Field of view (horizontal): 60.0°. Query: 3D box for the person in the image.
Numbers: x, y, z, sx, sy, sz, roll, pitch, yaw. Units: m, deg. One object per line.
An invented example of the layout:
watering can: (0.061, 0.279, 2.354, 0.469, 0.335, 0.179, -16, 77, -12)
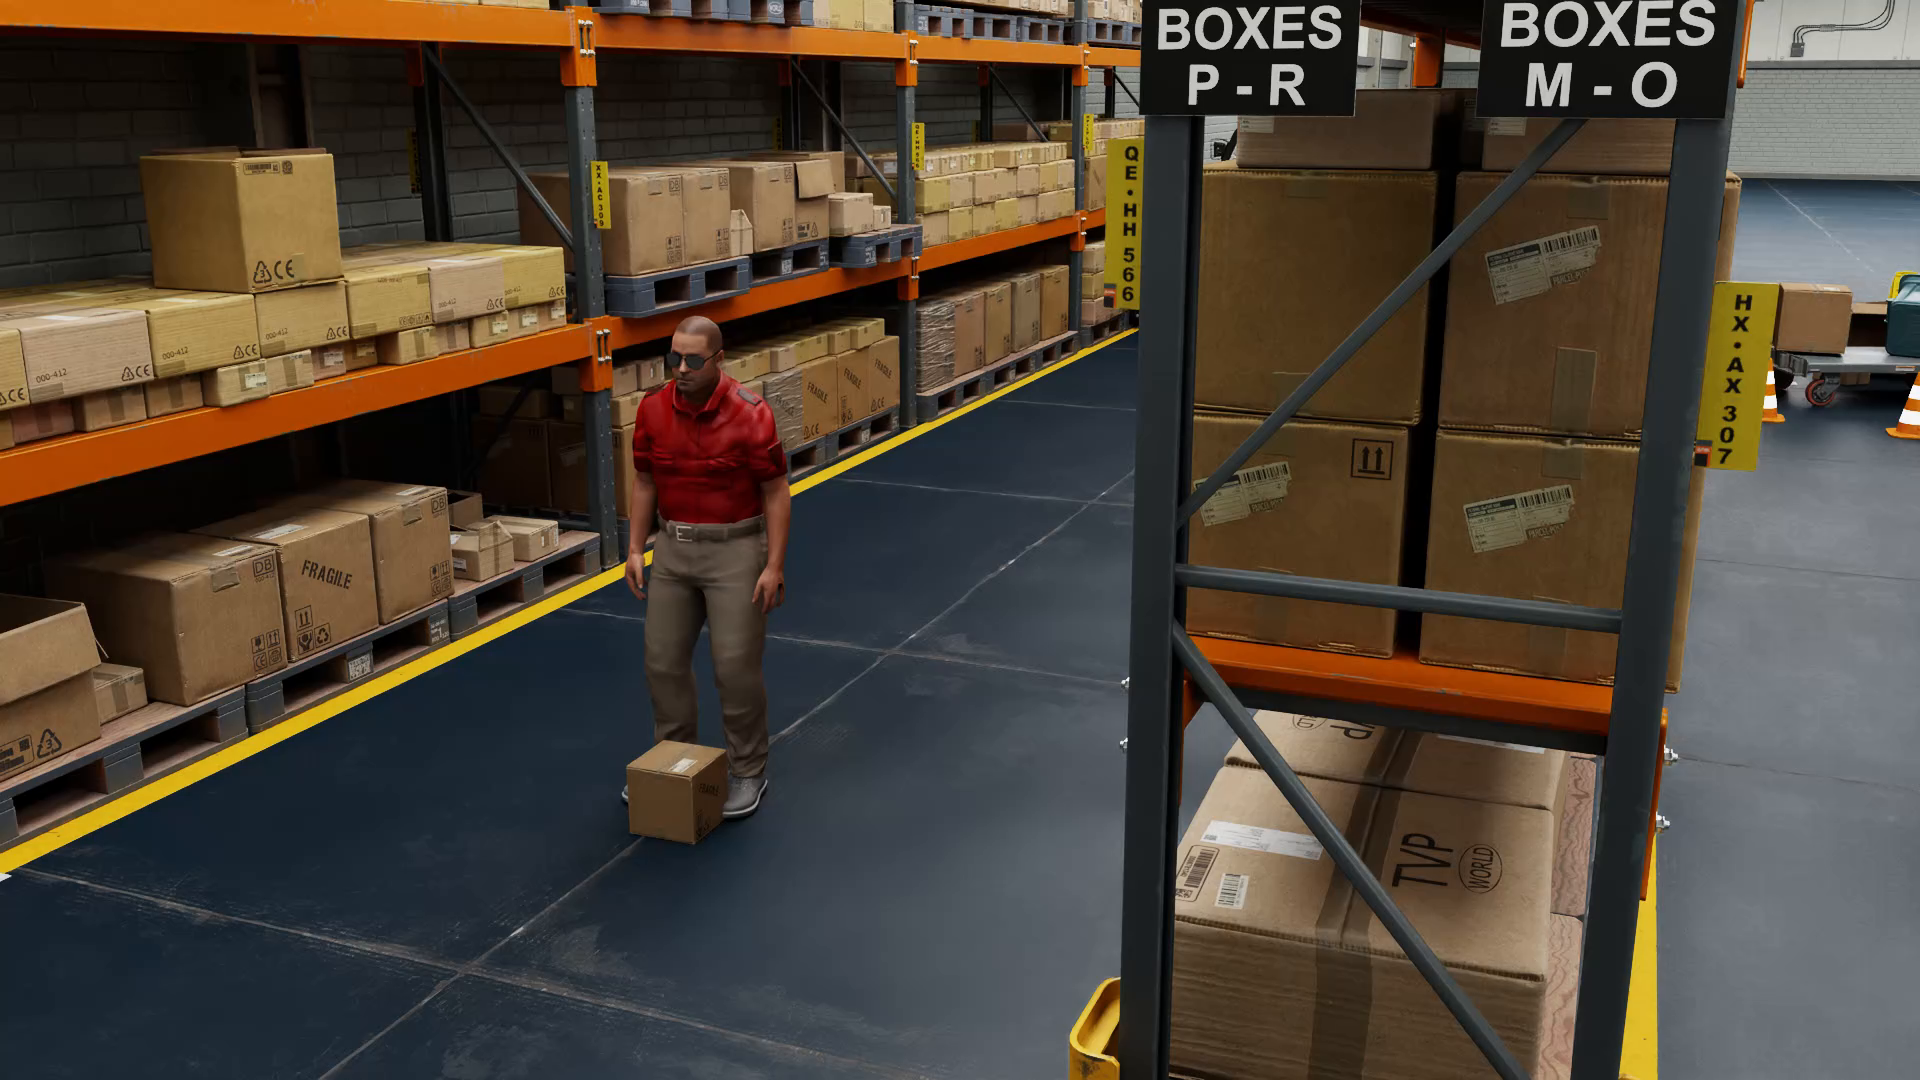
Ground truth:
person: (-0.877, 0.083, 5.741, 0.606, 1.727, 0.387, 5, 16, 18)
